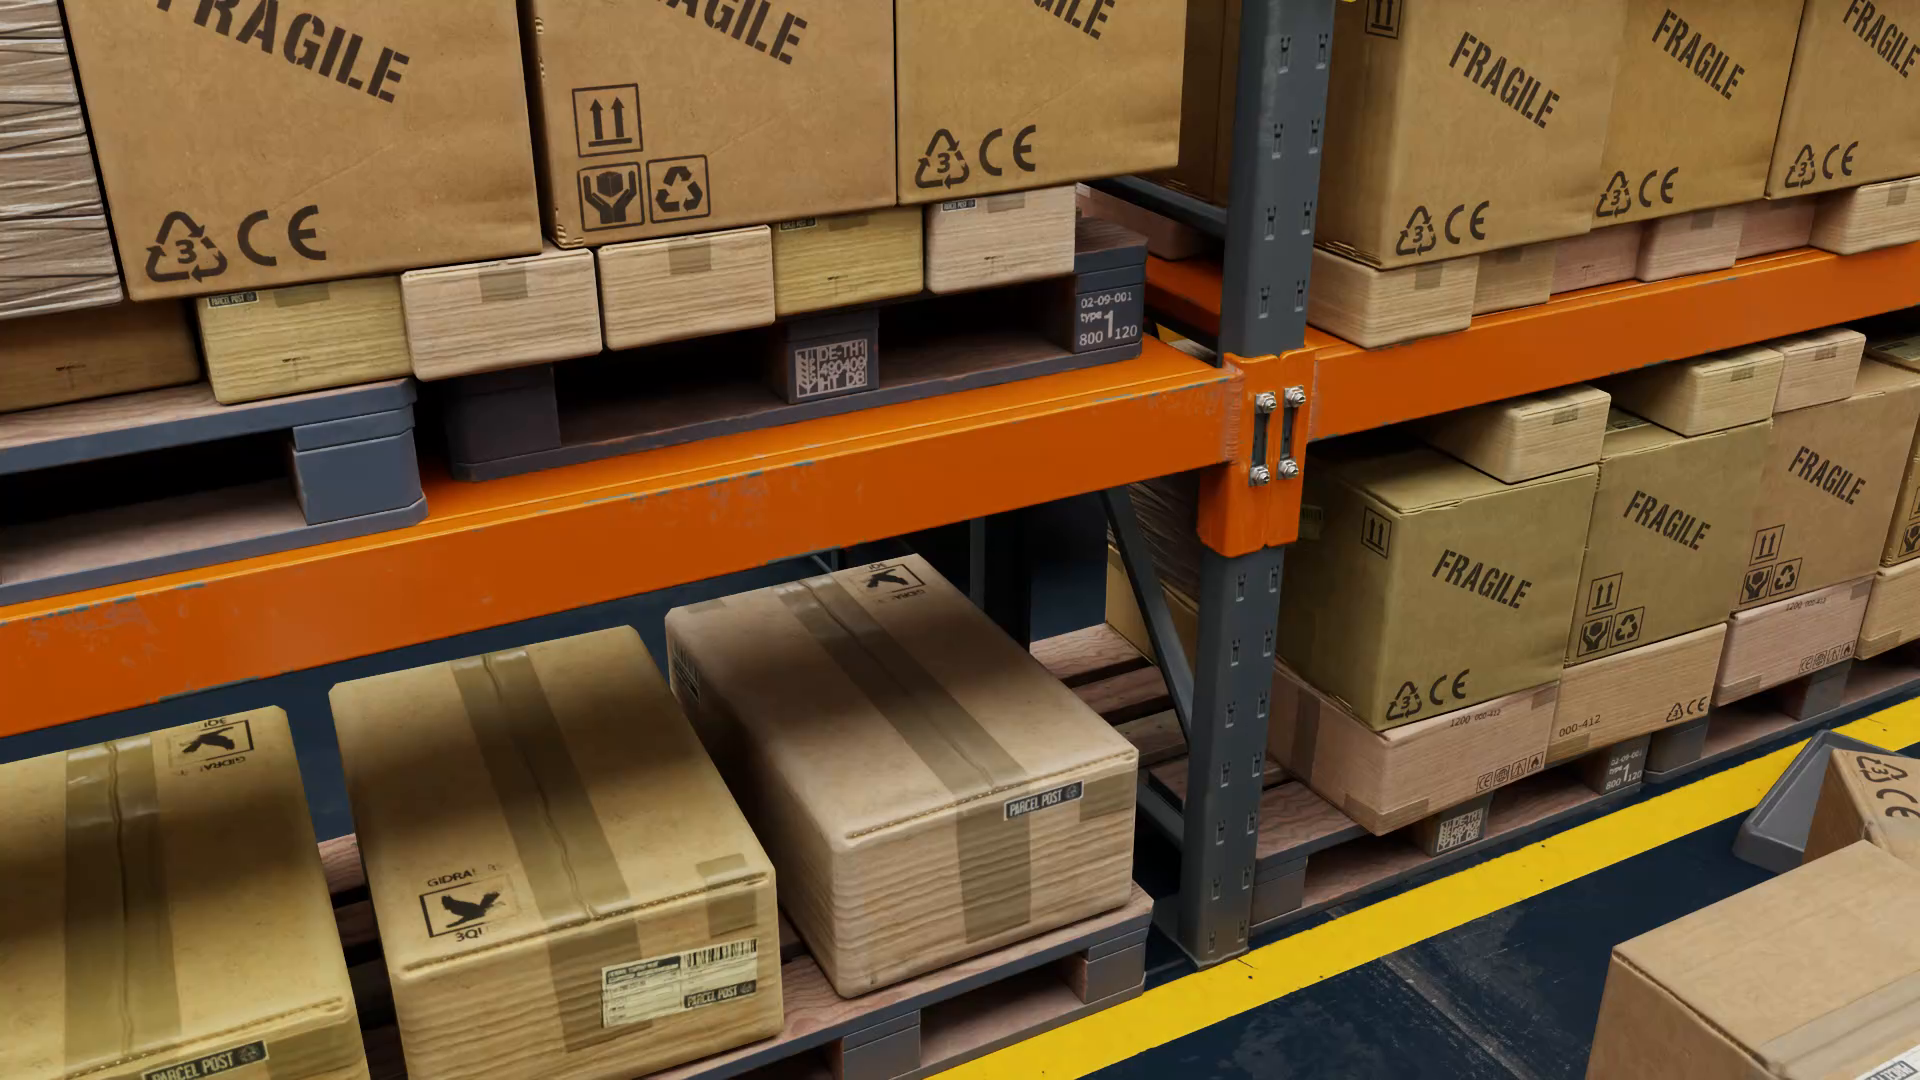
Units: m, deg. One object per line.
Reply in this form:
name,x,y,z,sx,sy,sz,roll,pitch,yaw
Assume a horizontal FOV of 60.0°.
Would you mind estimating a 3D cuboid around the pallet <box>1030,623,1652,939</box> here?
pallet,0.886,0.437,4.096,1.213,0.211,1.003,-13,29,-25

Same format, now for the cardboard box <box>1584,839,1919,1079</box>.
cardboard box,1.174,0.789,2.154,0.500,0.500,0.500,-13,29,-25

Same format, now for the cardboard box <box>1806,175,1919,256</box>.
cardboard box,1.872,-0.755,3.648,0.250,0.149,0.380,-13,28,-25

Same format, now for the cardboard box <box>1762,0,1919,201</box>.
cardboard box,1.710,-1.041,3.493,0.500,0.500,0.500,-13,29,-26

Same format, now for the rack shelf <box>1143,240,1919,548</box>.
rack shelf,2.075,-0.753,4.184,4.000,0.370,1.077,-13,29,-25

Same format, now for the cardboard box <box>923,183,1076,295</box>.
cardboard box,-0.014,-0.536,2.705,0.250,0.149,0.380,-13,28,-24

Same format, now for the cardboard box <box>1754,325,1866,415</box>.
cardboard box,1.785,-0.431,3.758,0.250,0.149,0.380,-11,28,-22

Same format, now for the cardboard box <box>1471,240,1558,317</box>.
cardboard box,0.937,-0.570,3.261,0.250,0.149,0.380,-12,28,-24

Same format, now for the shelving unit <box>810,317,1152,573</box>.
shelving unit,-0.006,-0.506,5.004,1.048,1.125,0.538,-13,29,-25

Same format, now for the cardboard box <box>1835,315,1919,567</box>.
cardboard box,2.348,-0.302,4.239,0.500,0.500,0.500,-14,29,-26

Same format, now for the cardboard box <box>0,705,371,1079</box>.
cardboard box,-1.397,0.723,2.829,0.625,0.372,0.950,-12,28,-23

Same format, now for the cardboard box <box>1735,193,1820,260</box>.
cardboard box,1.612,-0.739,3.613,0.250,0.149,0.380,-13,29,-25

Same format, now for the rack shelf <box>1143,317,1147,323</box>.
rack shelf,-0.006,-0.770,4.877,1.000,0.278,0.538,-13,29,-25

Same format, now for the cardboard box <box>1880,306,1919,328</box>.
cardboard box,2.506,-0.599,4.107,0.250,0.149,0.380,-12,28,-23

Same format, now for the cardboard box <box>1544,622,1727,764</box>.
cardboard box,1.423,0.250,3.955,0.500,0.250,0.500,-11,28,-22

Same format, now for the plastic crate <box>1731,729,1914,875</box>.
plastic crate,2.081,0.640,3.825,0.402,0.080,0.583,21,33,37

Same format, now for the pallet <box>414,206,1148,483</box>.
pallet,-0.433,-0.483,3.013,1.213,0.211,1.003,-13,29,-25

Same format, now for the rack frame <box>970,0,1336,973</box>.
rack frame,0.310,-0.670,3.180,0.127,3.000,1.000,-13,29,-25

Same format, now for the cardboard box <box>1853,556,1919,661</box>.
cardboard box,2.333,0.044,4.384,0.500,0.250,0.500,-14,29,-27

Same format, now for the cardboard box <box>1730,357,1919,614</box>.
cardboard box,1.883,-0.193,4.012,0.500,0.500,0.500,-11,28,-22

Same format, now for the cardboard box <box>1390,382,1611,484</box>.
cardboard box,1.096,-0.270,3.422,0.250,0.149,0.380,-13,28,-24

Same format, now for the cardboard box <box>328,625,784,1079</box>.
cardboard box,-0.784,0.581,3.125,0.625,0.372,0.950,-11,28,-22

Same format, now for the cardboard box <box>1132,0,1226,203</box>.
cardboard box,0.585,-1.035,3.480,0.500,0.500,0.500,-14,29,-26

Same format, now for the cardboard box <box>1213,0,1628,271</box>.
cardboard box,0.829,-0.832,3.059,0.500,0.500,0.500,-13,29,-25

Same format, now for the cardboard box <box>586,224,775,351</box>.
cardboard box,-0.466,-0.423,2.470,0.250,0.149,0.380,-14,29,-26

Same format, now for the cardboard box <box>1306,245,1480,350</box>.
cardboard box,0.739,-0.498,3.113,0.250,0.149,0.380,-13,29,-25

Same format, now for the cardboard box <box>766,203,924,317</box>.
cardboard box,-0.255,-0.489,2.607,0.250,0.149,0.380,-14,29,-27

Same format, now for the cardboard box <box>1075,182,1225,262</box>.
cardboard box,0.450,-0.739,3.613,0.250,0.149,0.380,-13,29,-26

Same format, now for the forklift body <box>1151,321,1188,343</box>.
forklift body,0.686,-1.914,6.751,1.214,2.155,2.313,-13,29,-25

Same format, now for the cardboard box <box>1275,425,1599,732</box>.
cardboard box,0.958,0.025,3.557,0.500,0.500,0.500,-12,28,-23

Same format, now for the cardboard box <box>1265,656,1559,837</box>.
cardboard box,0.958,0.363,3.719,0.500,0.250,0.500,-14,29,-27

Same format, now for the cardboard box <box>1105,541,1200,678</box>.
cardboard box,0.705,0.157,4.149,0.500,0.250,0.500,-12,28,-23

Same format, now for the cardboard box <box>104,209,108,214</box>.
cardboard box,-1.490,-0.499,2.629,0.250,0.149,0.380,-12,28,-23

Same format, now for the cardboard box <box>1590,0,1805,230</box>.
cardboard box,1.261,-0.943,3.290,0.500,0.500,0.500,-13,29,-25

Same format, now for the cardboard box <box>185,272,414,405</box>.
cardboard box,-0.921,-0.333,2.284,0.250,0.149,0.380,-13,29,-25

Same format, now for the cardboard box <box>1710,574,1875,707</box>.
cardboard box,1.890,0.141,4.182,0.500,0.250,0.500,-13,29,-26

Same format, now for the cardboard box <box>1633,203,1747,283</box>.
cardboard box,1.392,-0.672,3.475,0.250,0.149,0.380,-12,28,-24

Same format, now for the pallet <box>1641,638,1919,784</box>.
pallet,1.964,0.187,4.617,1.213,0.211,1.003,-13,29,-25

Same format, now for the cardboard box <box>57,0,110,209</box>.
cardboard box,-1.571,-0.746,2.394,0.500,0.500,0.500,-14,29,-27

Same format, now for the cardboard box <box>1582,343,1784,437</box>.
cardboard box,1.549,-0.375,3.641,0.250,0.149,0.380,-12,28,-23

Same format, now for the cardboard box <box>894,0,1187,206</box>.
cardboard box,0.010,-0.857,2.624,0.500,0.500,0.500,-14,29,-26

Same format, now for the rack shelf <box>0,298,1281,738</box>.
rack shelf,-1.455,0.062,2.487,4.000,0.370,1.077,-13,29,-25

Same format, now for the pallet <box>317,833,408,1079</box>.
pallet,-1.454,0.996,2.931,1.213,0.211,1.003,-13,29,-25

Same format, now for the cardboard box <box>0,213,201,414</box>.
cardboard box,-1.202,-0.319,2.254,0.250,0.149,0.380,-14,29,-27

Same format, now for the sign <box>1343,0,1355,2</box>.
sign,0.574,-0.981,2.489,0.005,0.325,0.100,-13,29,-25

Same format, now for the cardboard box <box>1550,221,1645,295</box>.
cardboard box,1.157,-0.635,3.398,0.250,0.149,0.380,-13,29,-25

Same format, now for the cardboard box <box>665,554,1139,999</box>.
cardboard box,-0.152,0.433,3.433,0.625,0.372,0.950,-13,28,-24

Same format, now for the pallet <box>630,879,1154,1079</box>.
pallet,-0.376,0.746,3.452,1.213,0.211,1.003,-13,29,-25

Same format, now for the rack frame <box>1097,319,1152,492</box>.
rack frame,0.443,-0.609,5.219,0.032,1.125,0.500,-13,29,-25

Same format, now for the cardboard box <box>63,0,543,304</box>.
cardboard box,-0.885,-0.652,2.199,0.500,0.500,0.500,-12,28,-23

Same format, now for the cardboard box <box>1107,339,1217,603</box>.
cardboard box,0.706,-0.181,3.986,0.500,0.500,0.500,-13,29,-26

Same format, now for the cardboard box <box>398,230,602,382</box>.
cardboard box,-0.689,-0.369,2.359,0.250,0.149,0.380,-13,28,-25

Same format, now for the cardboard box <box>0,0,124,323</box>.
cardboard box,-1.347,-0.545,1.976,0.500,0.500,0.500,-14,29,-27

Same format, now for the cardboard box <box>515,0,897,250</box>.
cardboard box,-0.427,-0.755,2.413,0.500,0.500,0.500,-13,28,-25

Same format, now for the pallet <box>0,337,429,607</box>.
pallet,-1.492,-0.188,2.397,1.213,0.211,1.003,-13,29,-25

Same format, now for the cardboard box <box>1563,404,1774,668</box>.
cardboard box,1.424,-0.088,3.794,0.500,0.500,0.500,-12,28,-23

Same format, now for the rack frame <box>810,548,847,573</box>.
rack frame,-0.455,-0.402,4.788,0.032,1.125,0.500,-13,29,-25

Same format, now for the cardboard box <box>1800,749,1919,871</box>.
cardboard box,1.896,0.757,3.092,0.500,0.500,0.500,5,26,11

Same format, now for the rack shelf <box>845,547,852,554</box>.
rack shelf,-0.006,-0.285,5.109,1.000,0.278,0.538,-13,29,-25
